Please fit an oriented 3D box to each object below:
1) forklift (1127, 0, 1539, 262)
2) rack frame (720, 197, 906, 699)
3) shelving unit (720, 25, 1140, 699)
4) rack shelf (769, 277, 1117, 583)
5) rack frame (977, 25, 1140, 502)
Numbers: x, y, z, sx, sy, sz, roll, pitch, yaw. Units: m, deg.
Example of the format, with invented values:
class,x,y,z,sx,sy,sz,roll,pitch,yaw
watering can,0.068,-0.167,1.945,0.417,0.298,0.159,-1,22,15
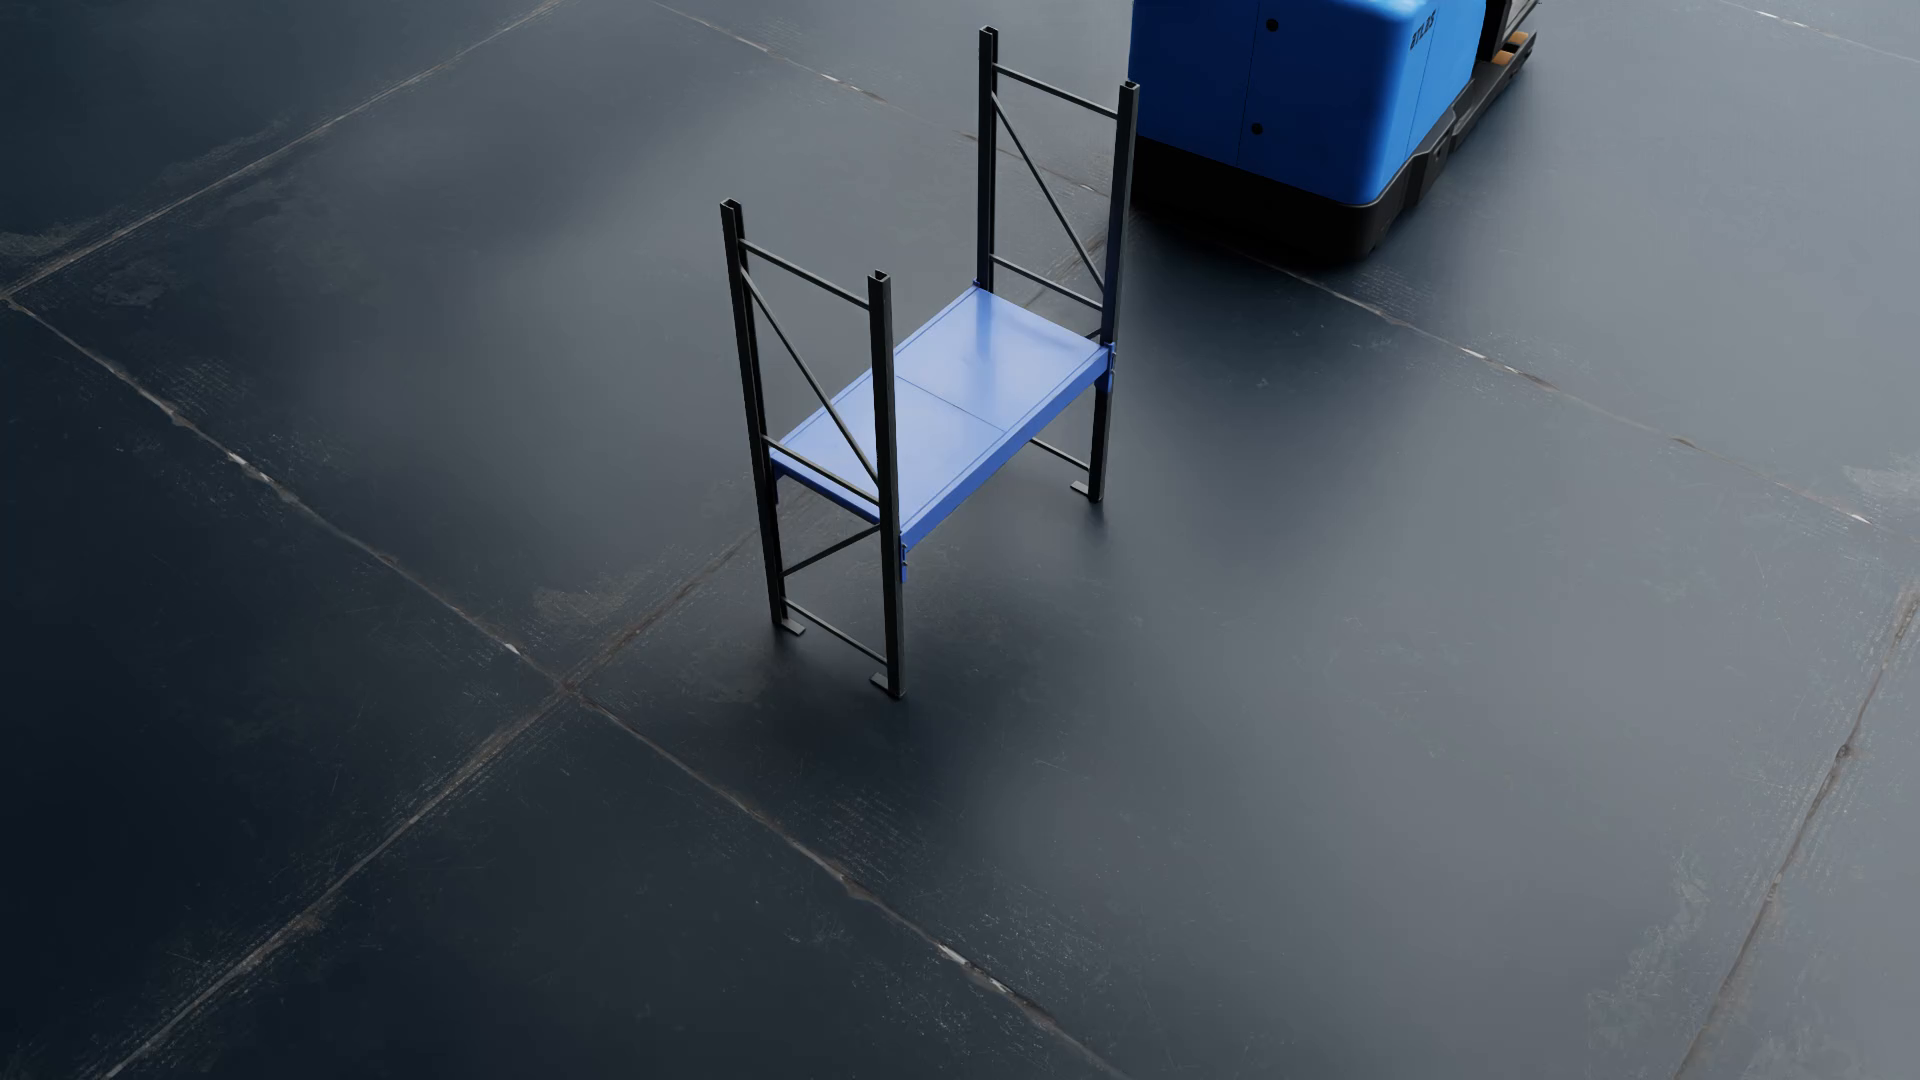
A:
class,x,y,z,sx,sy,sz,roll,pitch,yaw
forklift,1.818,-3.087,6.172,1.130,2.935,3.031,24,51,22
rack frame,-0.363,-0.178,4.383,0.500,1.500,0.032,29,53,25
shelving unit,-0.052,-0.469,4.661,0.538,1.500,1.048,29,53,25
rack shelf,-0.052,-0.345,4.791,0.538,0.185,1.000,29,53,25
rack frame,0.259,-0.760,4.939,0.500,1.500,0.032,29,53,25
